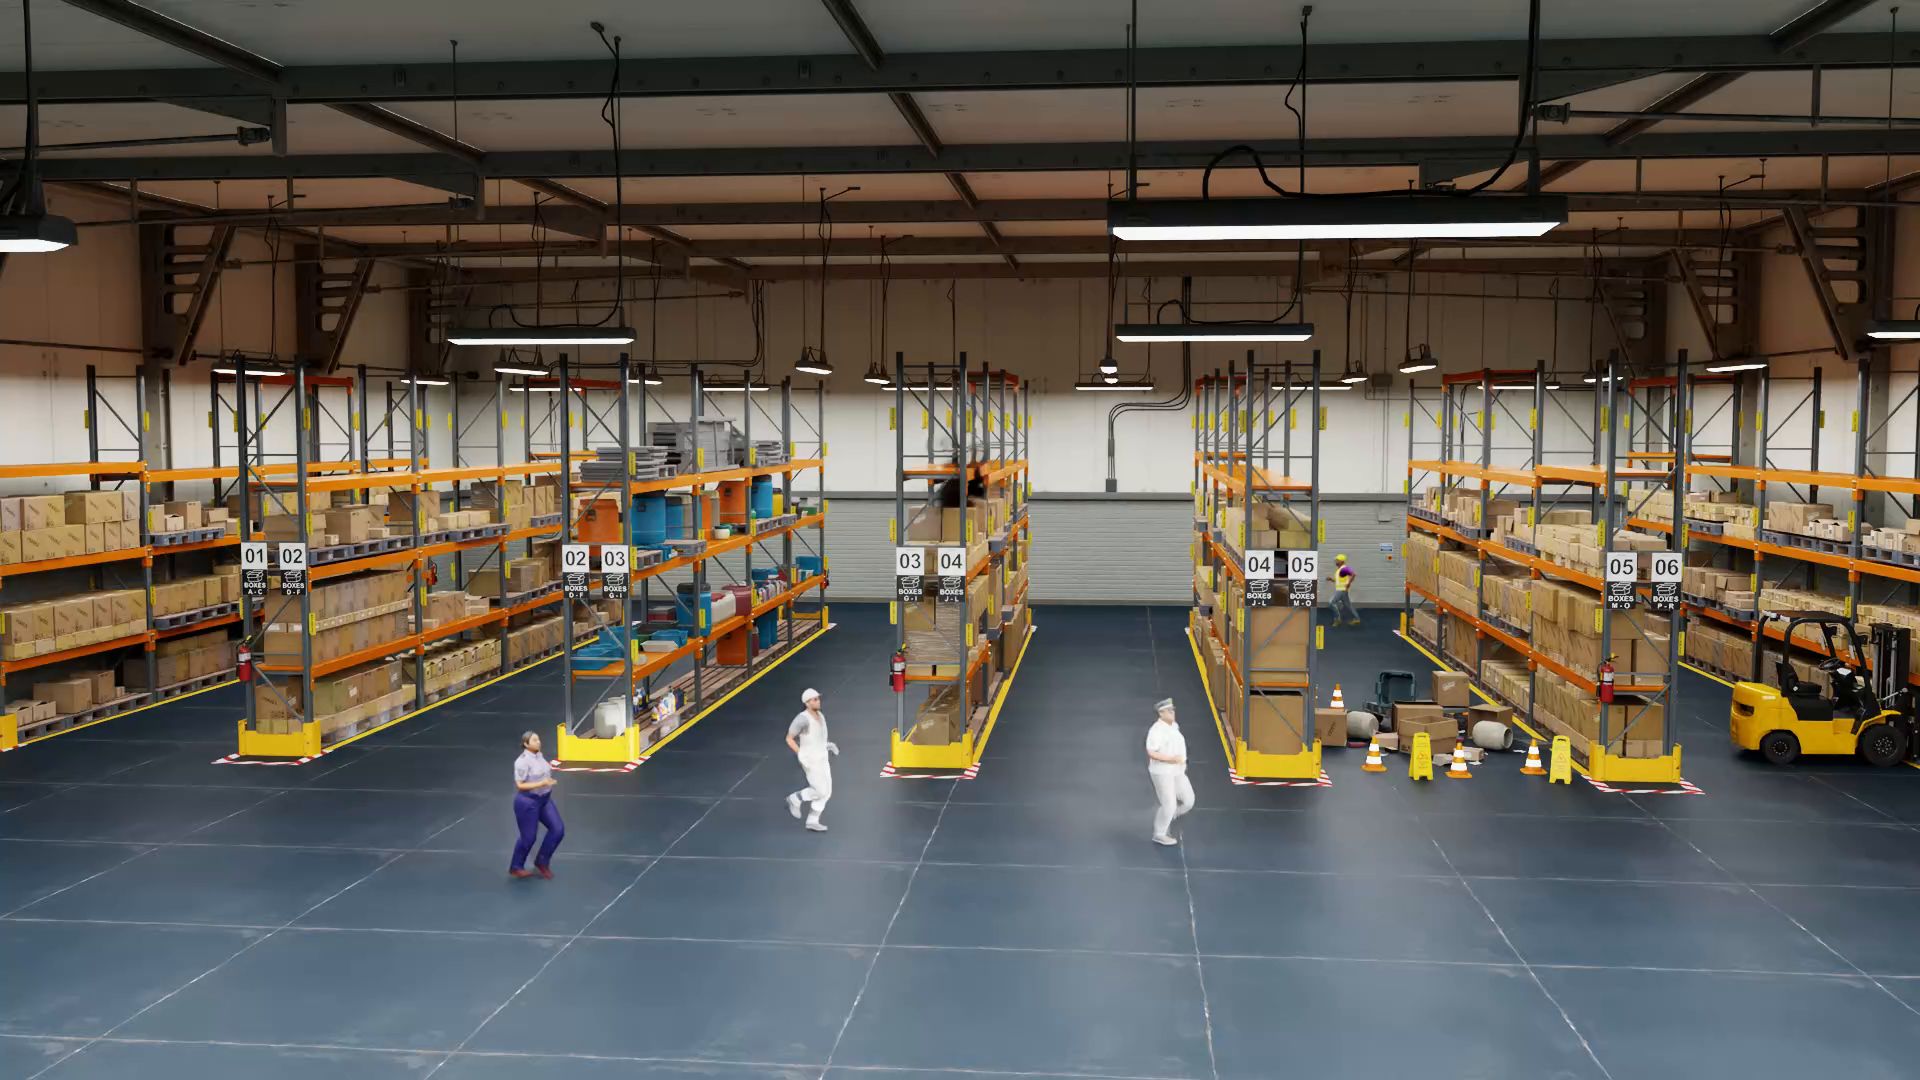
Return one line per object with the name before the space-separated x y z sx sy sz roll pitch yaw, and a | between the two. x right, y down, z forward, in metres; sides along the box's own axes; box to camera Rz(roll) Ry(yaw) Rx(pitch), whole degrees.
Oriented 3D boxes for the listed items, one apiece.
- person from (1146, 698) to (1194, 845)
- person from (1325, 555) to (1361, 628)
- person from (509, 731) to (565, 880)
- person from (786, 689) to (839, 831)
person | 2.513 2.730 19.638 0.595 1.737 0.652 4 6 43
person | 9.304 1.255 40.397 0.881 1.798 0.712 1 4 9
person | -4.614 2.908 18.112 0.660 1.676 0.586 2 4 23
person | -1.811 2.688 20.386 0.601 1.738 0.658 2 5 31
